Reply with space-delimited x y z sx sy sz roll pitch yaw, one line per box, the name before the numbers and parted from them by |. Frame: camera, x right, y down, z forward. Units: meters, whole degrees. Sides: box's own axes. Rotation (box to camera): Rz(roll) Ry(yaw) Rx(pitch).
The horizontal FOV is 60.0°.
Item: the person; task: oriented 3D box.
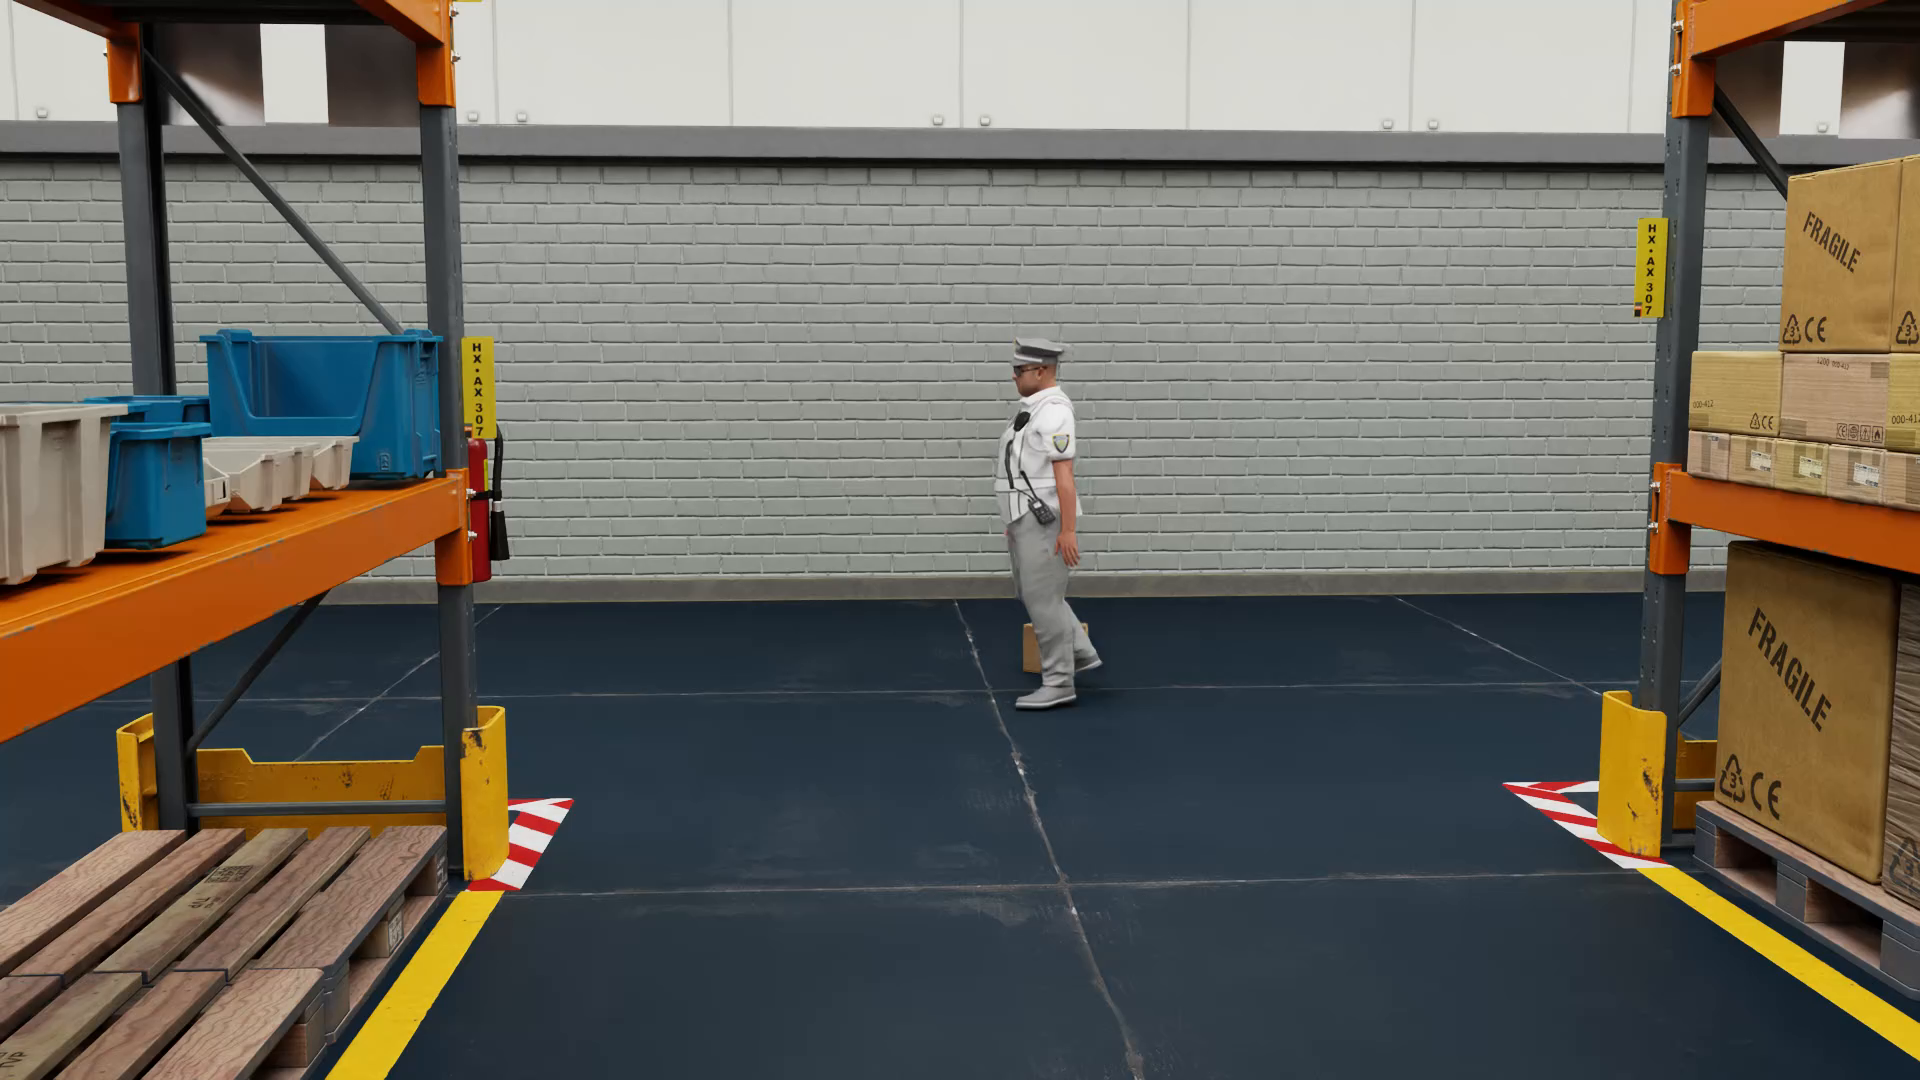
person | 0.434 -0.095 7.982 0.559 1.743 0.736 -1 7 -6
